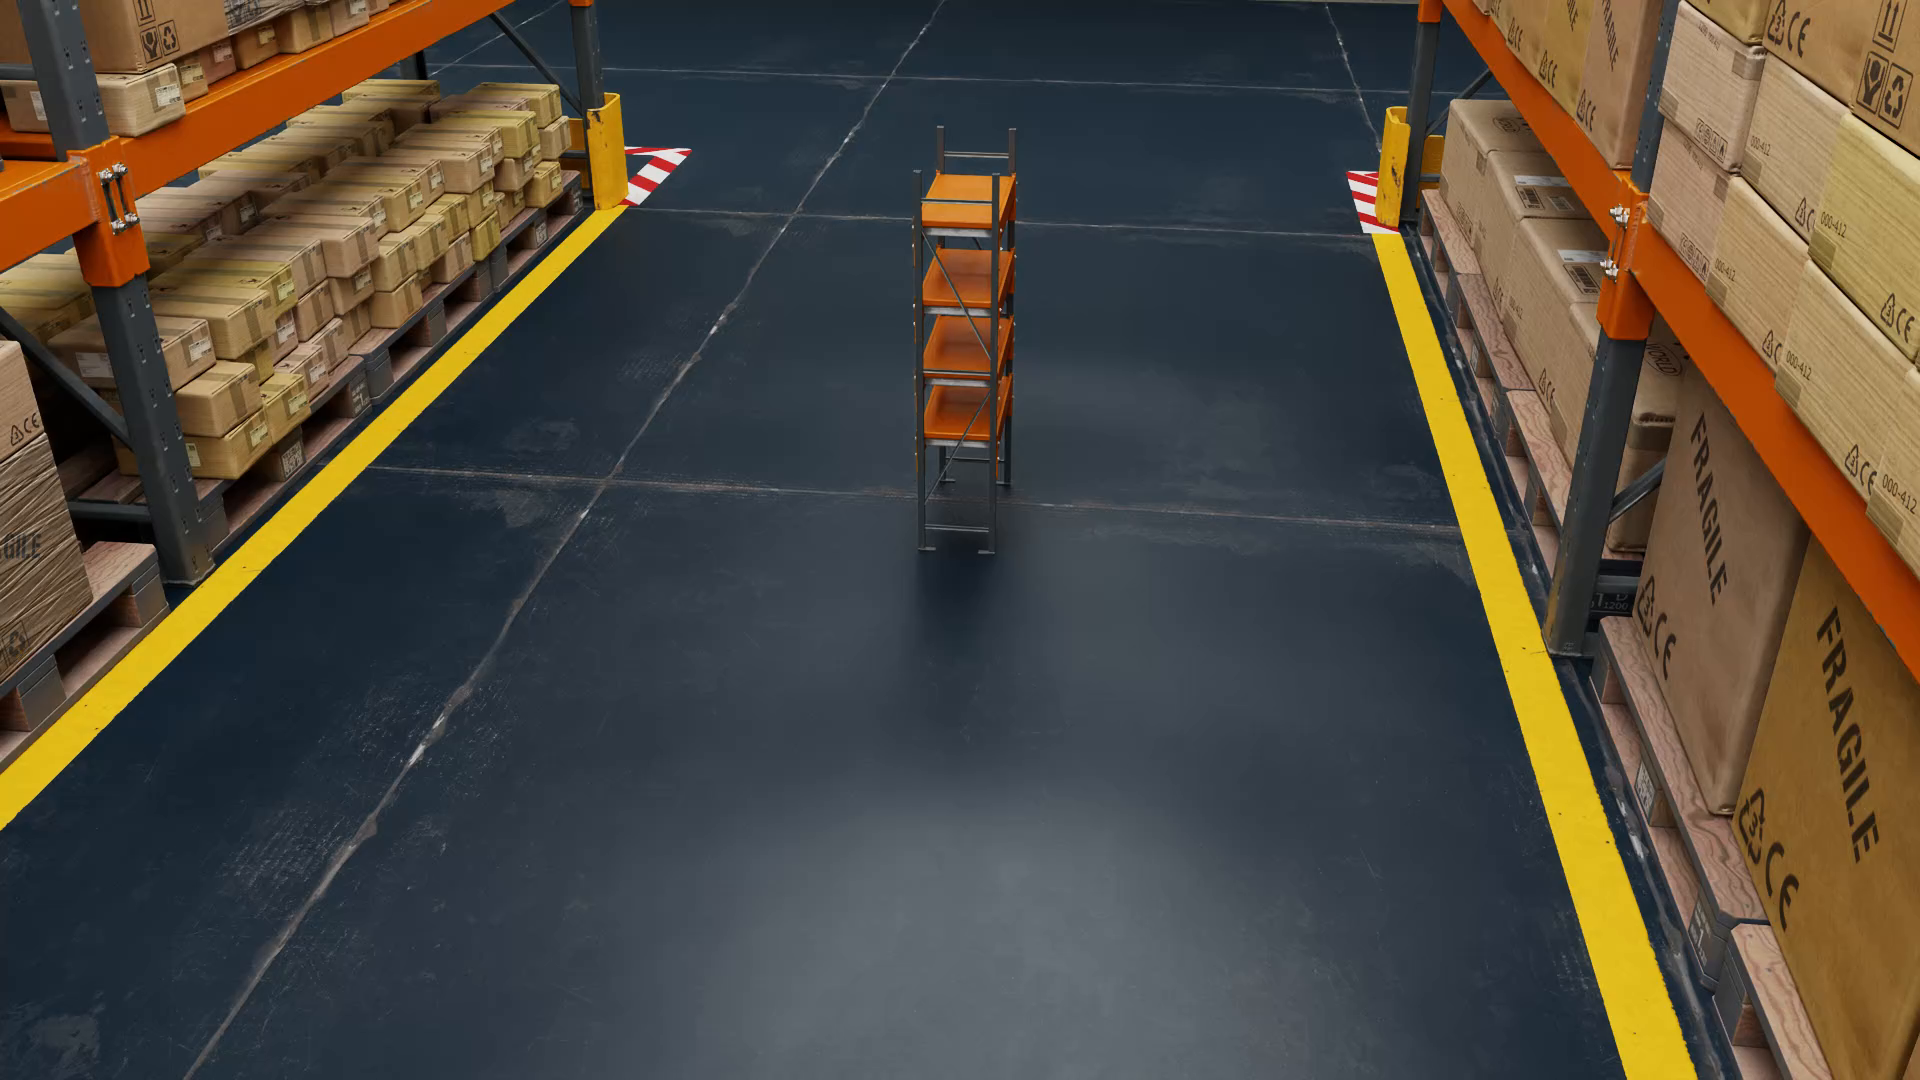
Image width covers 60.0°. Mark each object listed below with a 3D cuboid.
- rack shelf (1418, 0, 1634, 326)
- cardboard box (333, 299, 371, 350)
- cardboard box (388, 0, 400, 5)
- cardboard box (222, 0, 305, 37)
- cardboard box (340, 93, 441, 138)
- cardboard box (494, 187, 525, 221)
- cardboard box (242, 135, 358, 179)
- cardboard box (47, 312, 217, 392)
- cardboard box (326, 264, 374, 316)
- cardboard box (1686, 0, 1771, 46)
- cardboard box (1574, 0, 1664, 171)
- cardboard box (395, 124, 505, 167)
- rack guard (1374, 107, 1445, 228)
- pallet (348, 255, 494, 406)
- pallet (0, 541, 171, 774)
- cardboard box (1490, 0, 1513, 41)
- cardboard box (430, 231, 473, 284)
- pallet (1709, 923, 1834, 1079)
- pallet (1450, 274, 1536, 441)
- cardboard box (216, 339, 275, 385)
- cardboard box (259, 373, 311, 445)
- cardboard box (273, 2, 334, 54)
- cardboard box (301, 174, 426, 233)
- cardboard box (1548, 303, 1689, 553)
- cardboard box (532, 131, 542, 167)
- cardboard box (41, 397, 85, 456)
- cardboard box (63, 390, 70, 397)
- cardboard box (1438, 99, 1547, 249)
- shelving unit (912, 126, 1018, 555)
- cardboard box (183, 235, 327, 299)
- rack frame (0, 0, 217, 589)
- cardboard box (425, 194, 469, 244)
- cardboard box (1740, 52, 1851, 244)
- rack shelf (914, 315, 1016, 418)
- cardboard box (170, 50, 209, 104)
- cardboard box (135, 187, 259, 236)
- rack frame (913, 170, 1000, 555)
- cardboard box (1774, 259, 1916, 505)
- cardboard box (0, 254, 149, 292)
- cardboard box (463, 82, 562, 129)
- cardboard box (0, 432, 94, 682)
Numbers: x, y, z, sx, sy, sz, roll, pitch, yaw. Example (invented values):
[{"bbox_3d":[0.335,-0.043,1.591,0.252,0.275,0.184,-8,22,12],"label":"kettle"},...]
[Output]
[{"bbox_3d":[2.392,-1.618,5.848,1.077,0.370,4.000,3,28,6],"label":"rack shelf"},{"bbox_3d":[-2.423,-0.812,6.157,0.380,0.149,0.250,2,28,4],"label":"cardboard box"},{"bbox_3d":[-2.309,-2.108,6.266,0.380,0.149,0.250,4,29,7],"label":"cardboard box"},{"bbox_3d":[-2.414,-1.860,5.120,0.500,0.500,0.500,3,28,6],"label":"cardboard box"},{"bbox_3d":[-2.604,-1.944,7.631,0.380,0.149,0.250,4,29,7],"label":"cardboard box"},{"bbox_3d":[-2.194,-1.539,7.508,0.380,0.149,0.250,3,28,6],"label":"cardboard box"},{"bbox_3d":[-2.753,-1.581,6.958,0.380,0.149,0.250,4,29,8],"label":"cardboard box"},{"bbox_3d":[-2.530,-0.575,5.090,0.380,0.149,0.250,4,29,8],"label":"cardboard box"},{"bbox_3d":[-2.387,-0.942,6.085,0.380,0.149,0.250,5,29,9],"label":"cardboard box"},{"bbox_3d":[1.808,-1.287,3.316,0.500,0.500,0.500,4,29,7],"label":"cardboard box"},{"bbox_3d":[1.950,-1.270,4.339,0.500,0.500,0.500,4,29,7],"label":"cardboard box"},{"bbox_3d":[-2.189,-1.681,7.144,0.380,0.149,0.250,2,28,4],"label":"cardboard box"},{"bbox_3d":[2.640,-1.787,8.039,1.175,0.500,0.348,3,28,6],"label":"rack guard"},{"bbox_3d":[-2.584,-0.899,6.697,1.003,0.211,1.213,3,28,6],"label":"pallet"},{"bbox_3d":[-2.872,0.361,4.357,1.003,0.211,1.213,3,28,6],"label":"pallet"},{"bbox_3d":[2.134,-1.996,5.686,0.500,0.500,0.500,4,29,8],"label":"cardboard box"},{"bbox_3d":[-2.234,-1.171,6.824,0.380,0.149,0.250,4,29,7],"label":"cardboard box"},{"bbox_3d":[1.981,1.178,2.840,1.003,0.211,1.213,3,28,6],"label":"pallet"},{"bbox_3d":[2.465,-0.694,6.317,1.003,0.211,1.213,3,28,6],"label":"pallet"},{"bbox_3d":[-2.474,-0.570,5.395,0.380,0.149,0.250,4,29,7],"label":"cardboard box"},{"bbox_3d":[-2.382,-0.441,5.468,0.380,0.149,0.250,4,29,8],"label":"cardboard box"},{"bbox_3d":[-2.345,-1.734,5.570,0.380,0.149,0.250,4,29,7],"label":"cardboard box"},{"bbox_3d":[-2.313,-1.309,6.453,0.380,0.149,0.250,3,29,6],"label":"cardboard box"},{"bbox_3d":[2.331,-0.339,4.975,0.875,0.438,0.875,3,28,5],"label":"cardboard box"},{"bbox_3d":[-2.155,-1.792,7.662,0.380,0.149,0.250,3,28,5],"label":"cardboard box"},{"bbox_3d":[-3.068,-0.367,5.332,0.380,0.149,0.250,4,29,7],"label":"cardboard box"},{"bbox_3d":[-3.034,-0.589,5.429,0.380,0.149,0.250,2,28,4],"label":"cardboard box"},{"bbox_3d":[2.656,-1.616,7.346,0.875,0.438,0.875,2,28,4],"label":"cardboard box"},{"bbox_3d":[0.020,-0.606,5.110,0.258,1.200,0.503,3,28,6],"label":"shelving unit"},{"bbox_3d":[-2.446,-0.947,5.781,0.380,0.149,0.250,3,28,5],"label":"cardboard box"},{"bbox_3d":[-2.778,-1.233,4.376,1.000,3.000,0.127,3,28,6],"label":"rack frame"},{"bbox_3d":[-2.232,-1.303,6.755,0.380,0.149,0.250,5,29,9],"label":"cardboard box"},{"bbox_3d":[1.777,-0.709,3.035,0.500,0.250,0.500,4,29,7],"label":"cardboard box"},{"bbox_3d":[0.020,-0.547,5.142,0.258,0.148,0.480,3,28,6],"label":"rack shelf"},{"bbox_3d":[-2.460,-1.363,4.881,0.380,0.149,0.250,4,29,8],"label":"cardboard box"},{"bbox_3d":[-2.906,-1.225,6.298,0.380,0.149,0.250,2,28,4],"label":"cardboard box"},{"bbox_3d":[-0.010,-0.491,4.897,0.240,1.200,0.015,3,28,6],"label":"rack frame"},{"bbox_3d":[1.691,-0.251,2.711,0.500,0.250,0.500,3,28,6],"label":"cardboard box"},{"bbox_3d":[-2.977,-0.847,5.596,0.380,0.149,0.250,3,28,6],"label":"cardboard box"},{"bbox_3d":[-2.101,-2.044,7.816,0.380,0.149,0.250,4,29,7],"label":"cardboard box"},{"bbox_3d":[-2.619,0.046,4.195,0.500,0.500,0.500,3,28,5],"label":"cardboard box"}]
